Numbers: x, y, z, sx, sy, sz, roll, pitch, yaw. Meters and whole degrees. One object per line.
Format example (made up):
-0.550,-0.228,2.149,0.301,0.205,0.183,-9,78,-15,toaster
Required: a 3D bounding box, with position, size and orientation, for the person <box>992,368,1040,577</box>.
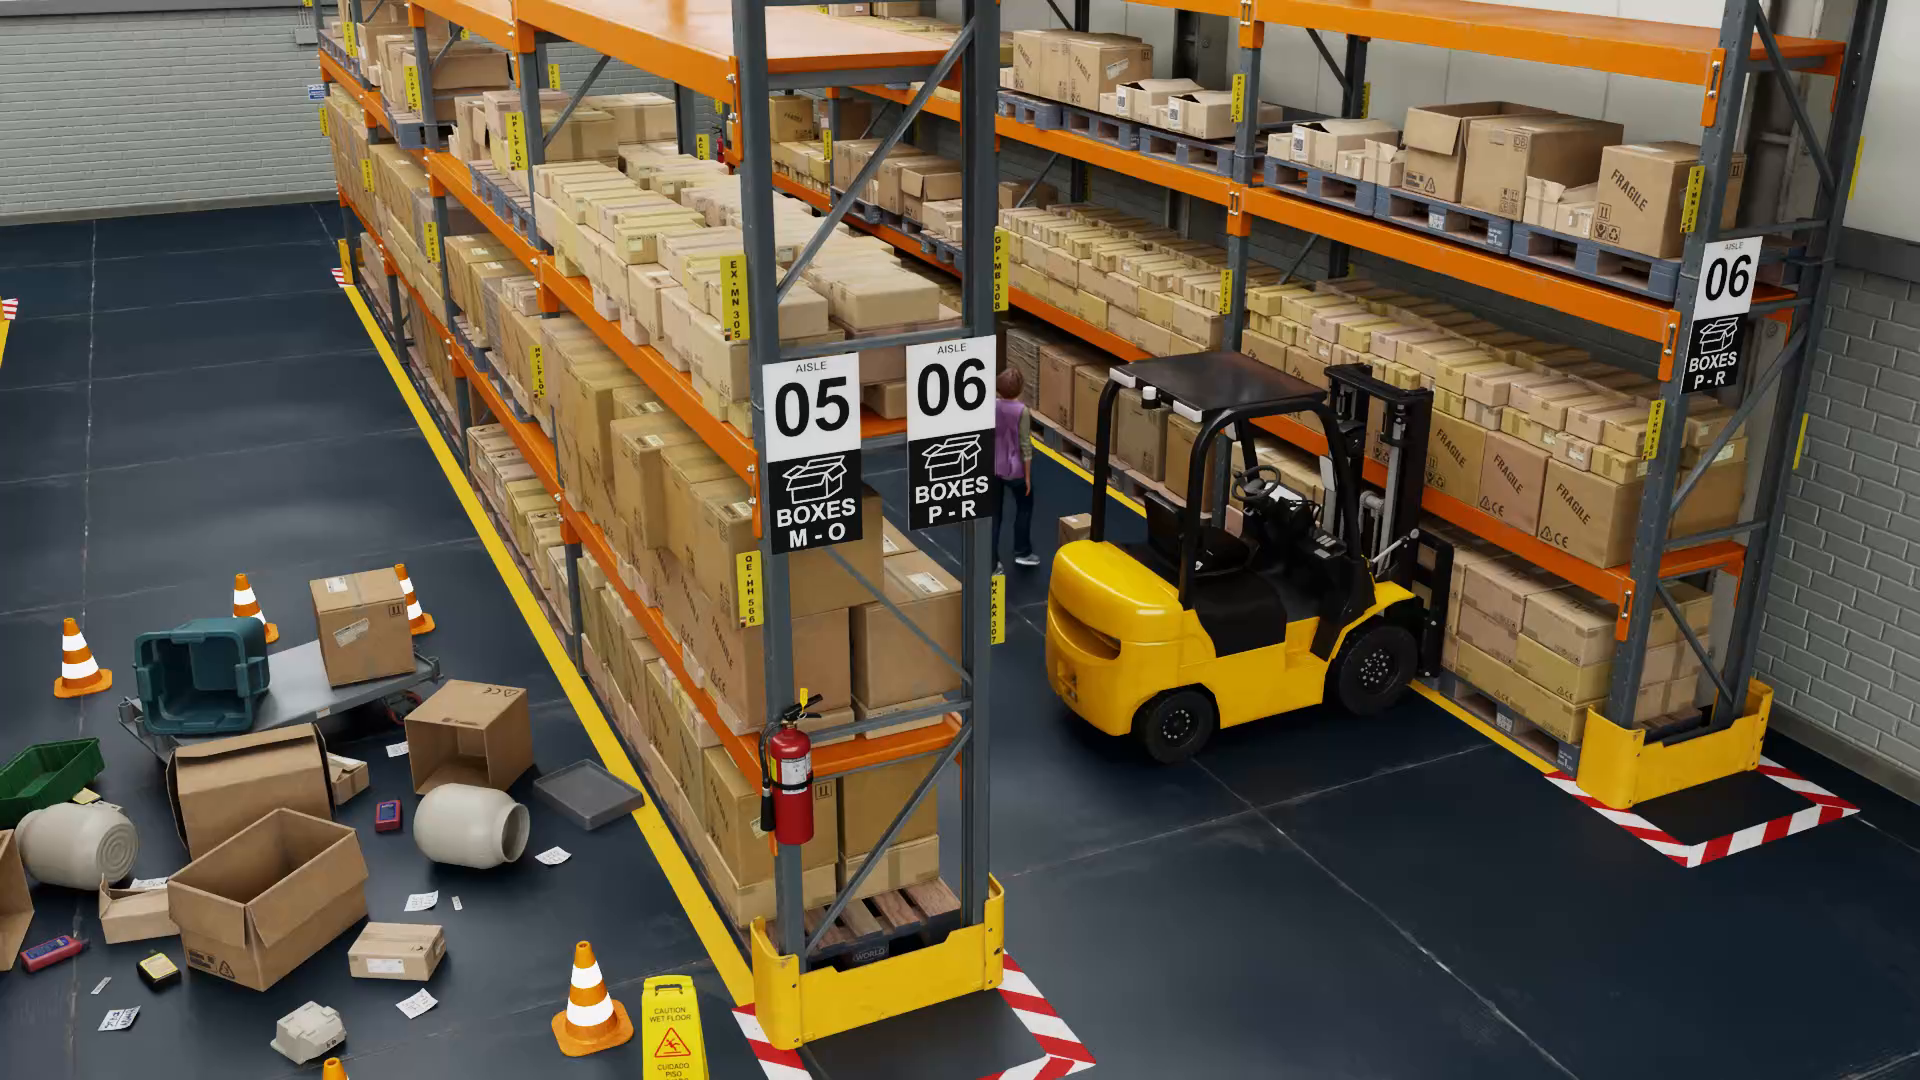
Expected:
0.348,-0.490,12.187,0.446,1.595,0.625,9,24,20,person
